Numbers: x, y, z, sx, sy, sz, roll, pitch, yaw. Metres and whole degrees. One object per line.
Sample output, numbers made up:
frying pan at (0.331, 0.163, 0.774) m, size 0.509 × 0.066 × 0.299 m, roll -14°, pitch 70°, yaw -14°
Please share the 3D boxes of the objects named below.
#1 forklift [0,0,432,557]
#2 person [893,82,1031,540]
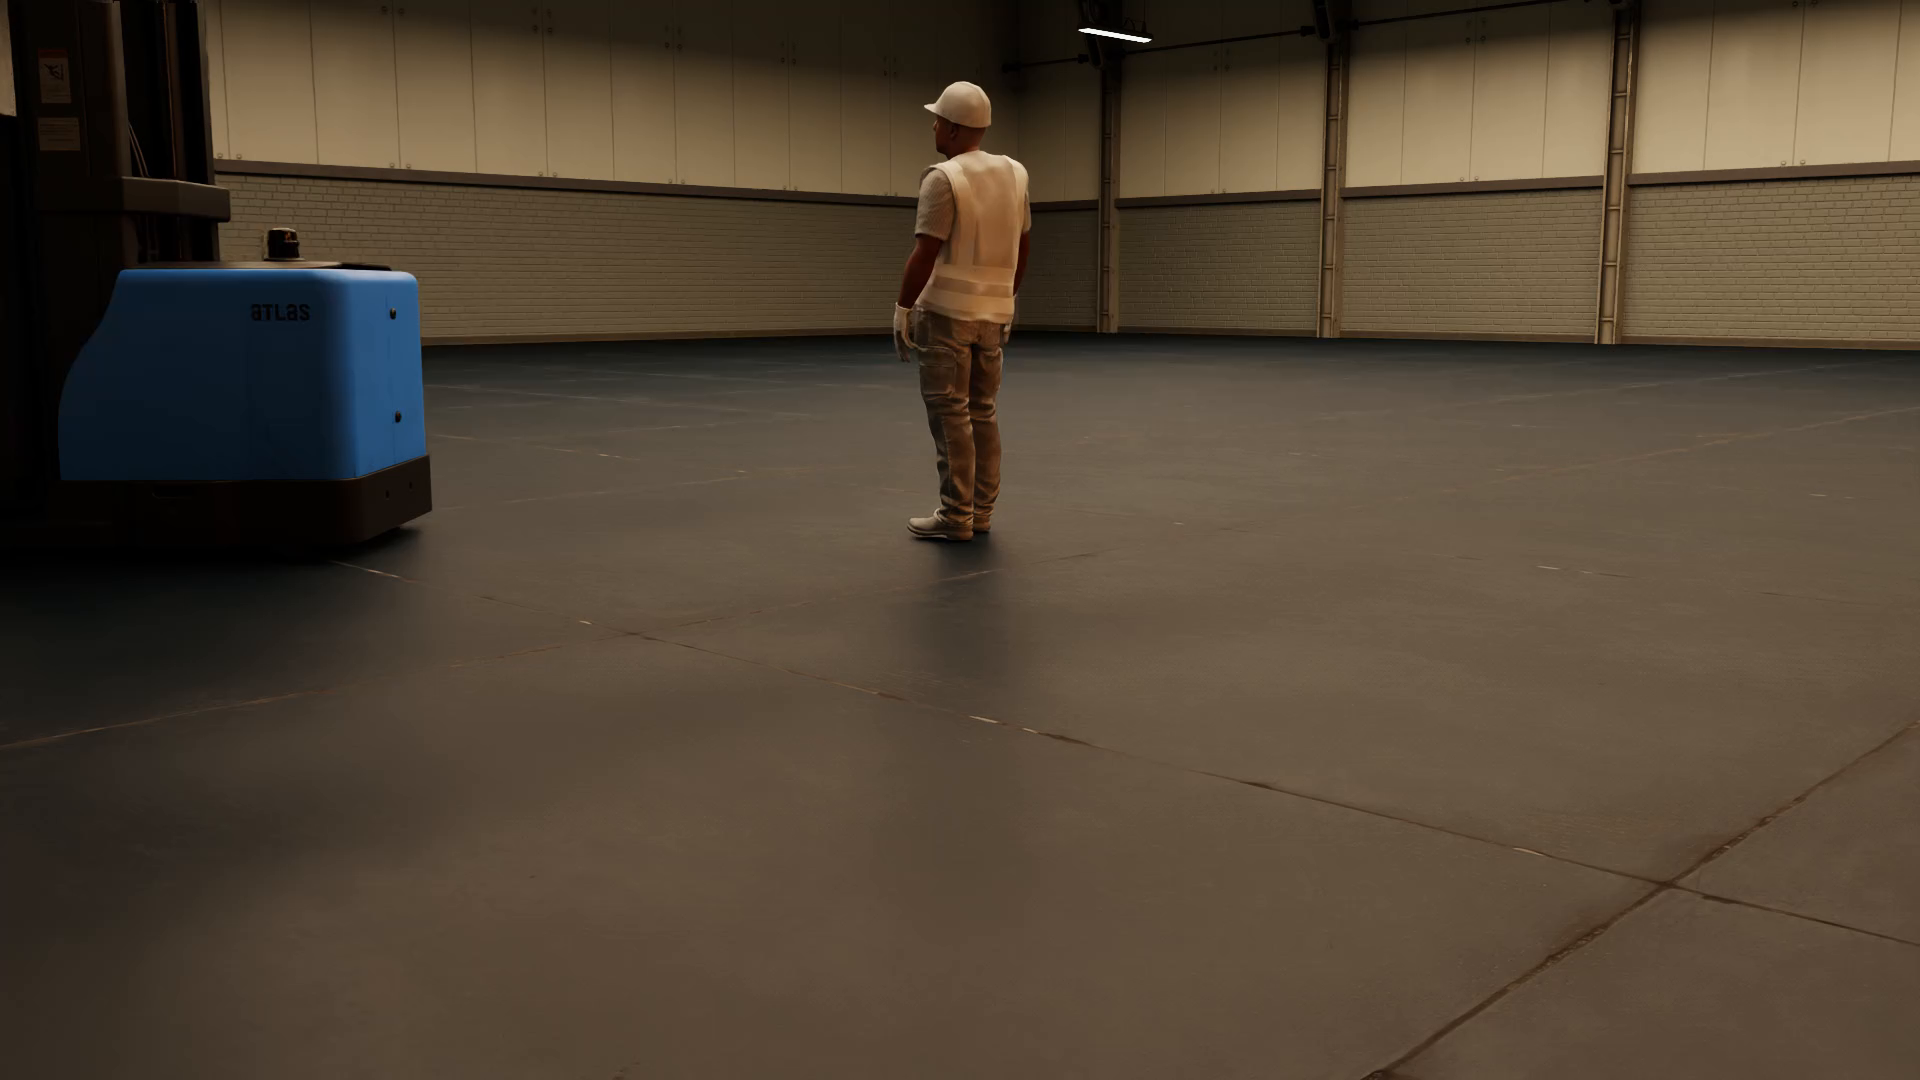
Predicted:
forklift at (-3.744, -1.432, 6.385) m, size 3.031 × 2.935 × 1.130 m, roll 0°, pitch 9°, yaw -1°
person at (-0.046, -0.898, 6.639) m, size 0.576 × 1.783 × 0.657 m, roll 8°, pitch 12°, yaw 43°
